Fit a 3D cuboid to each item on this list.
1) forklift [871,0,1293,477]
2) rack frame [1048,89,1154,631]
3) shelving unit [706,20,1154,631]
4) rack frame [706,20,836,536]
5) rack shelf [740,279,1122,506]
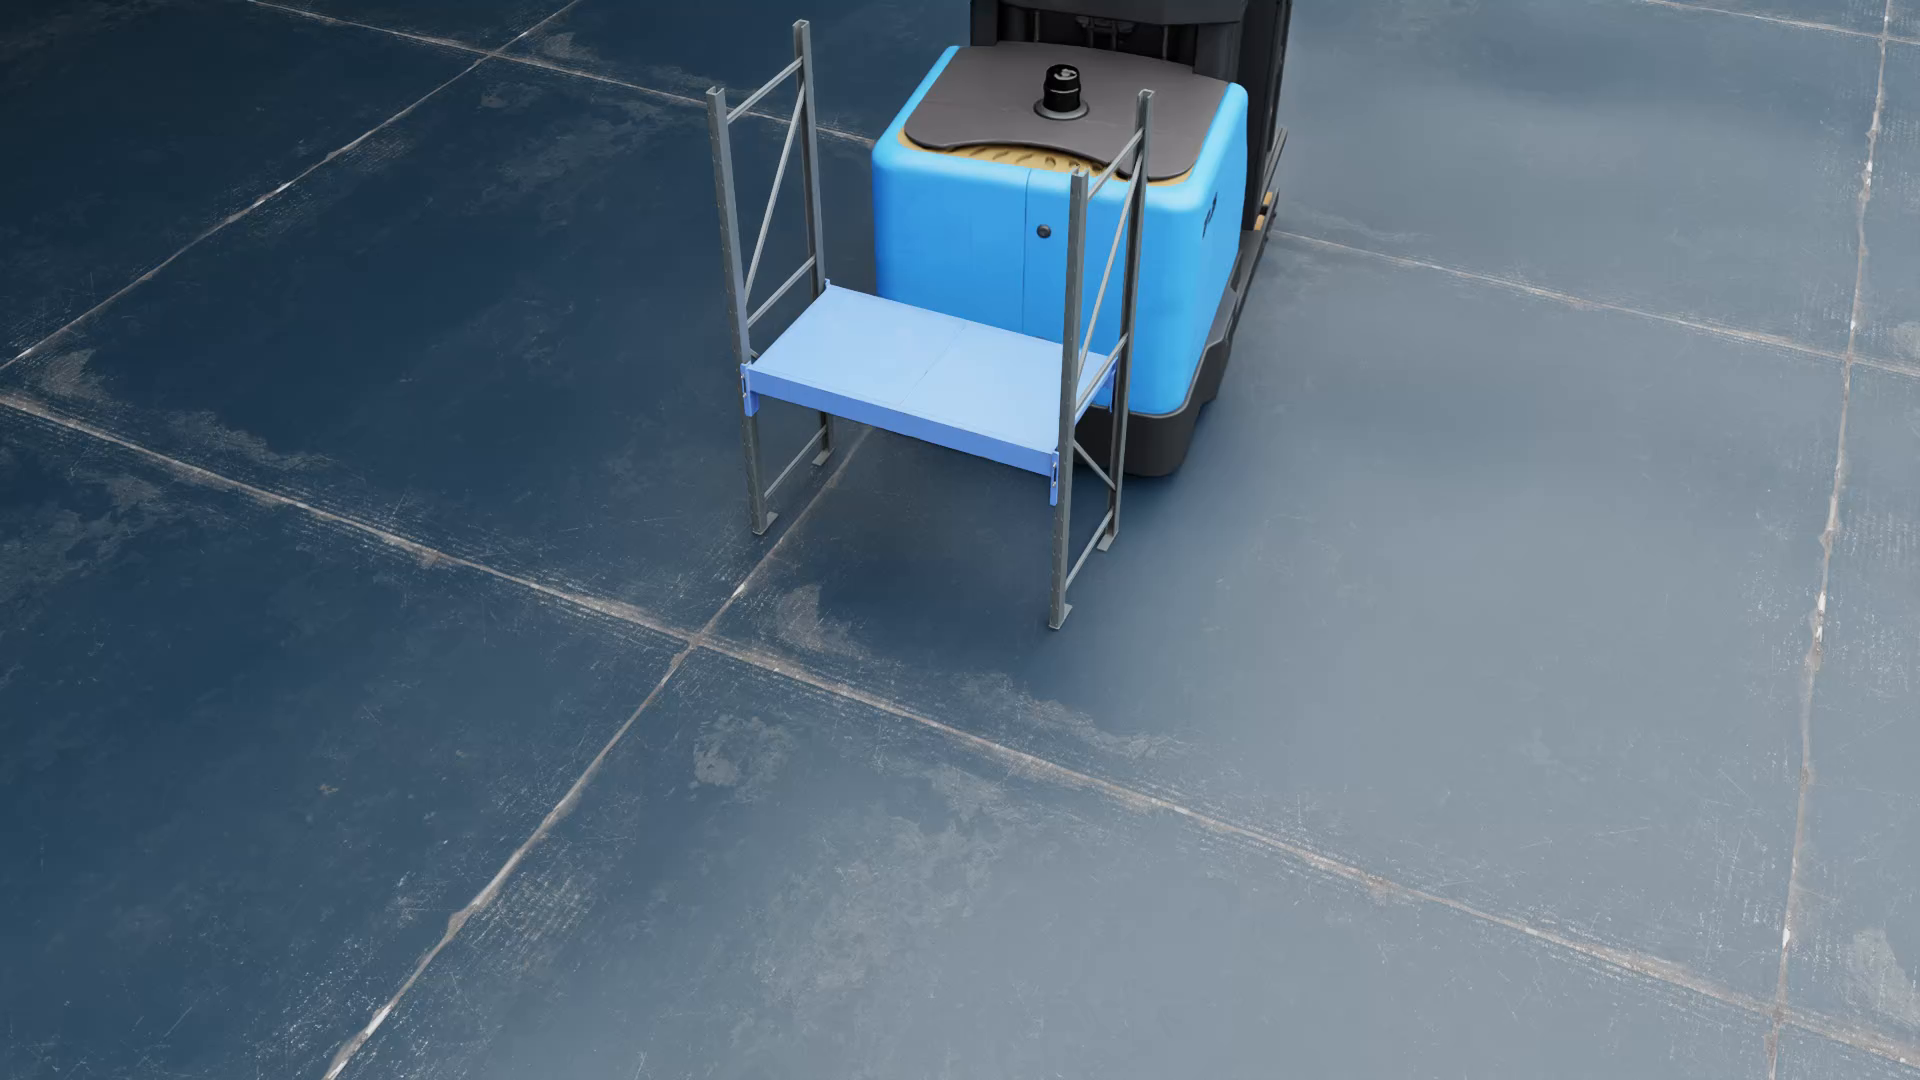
[{"bbox_3d":[0.644,-2.288,5.652,1.130,2.935,3.031,12,42,13],"label":"forklift"},{"bbox_3d":[0.383,-0.450,4.624,0.032,1.500,0.500,17,44,19],"label":"rack frame"},{"bbox_3d":[-0.077,-0.590,4.786,1.048,1.500,0.538,17,44,19],"label":"shelving unit"},{"bbox_3d":[-0.538,-0.731,4.948,0.032,1.500,0.500,17,44,19],"label":"rack frame"},{"bbox_3d":[-0.077,-0.454,4.904,1.000,0.185,0.538,17,44,19],"label":"rack shelf"}]
